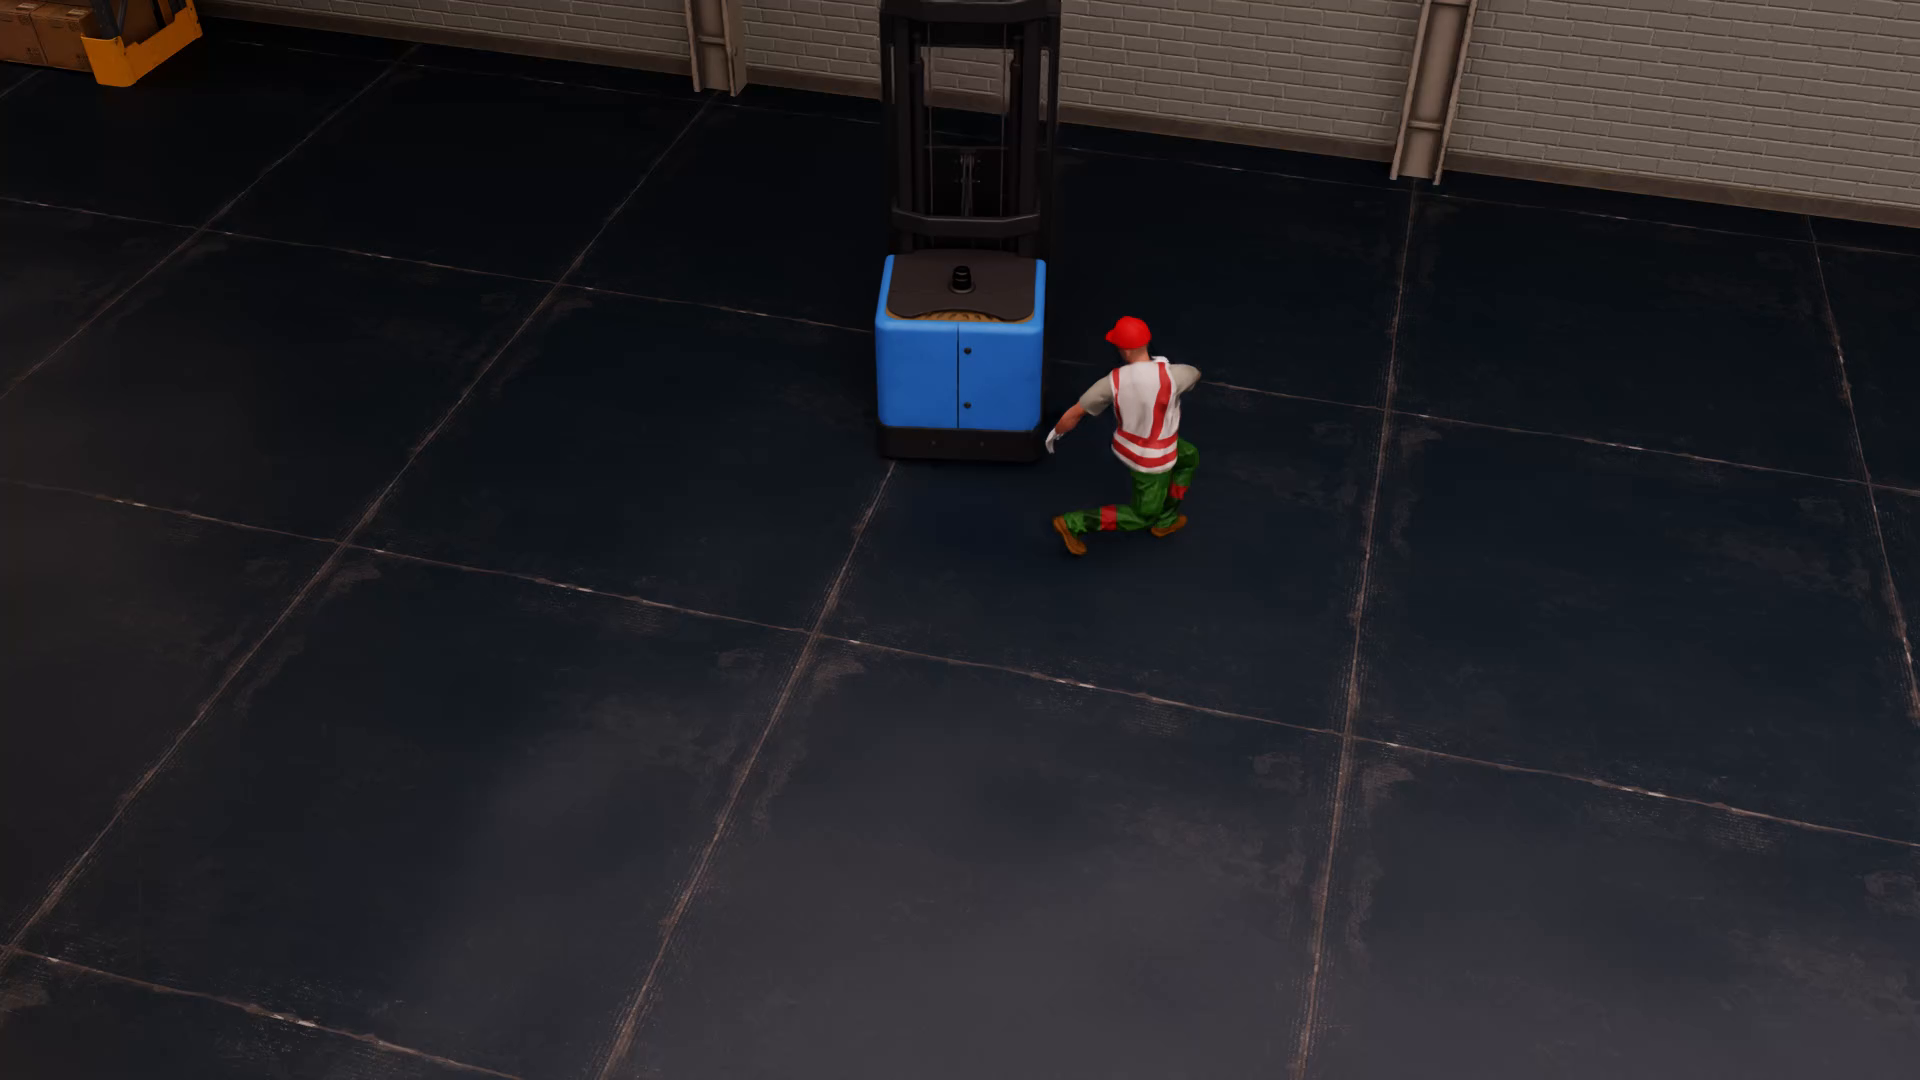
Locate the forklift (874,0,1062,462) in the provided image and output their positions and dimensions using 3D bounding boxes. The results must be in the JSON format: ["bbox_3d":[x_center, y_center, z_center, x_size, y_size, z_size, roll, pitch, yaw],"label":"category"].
[{"bbox_3d":[0.076,-2.553,10.774,1.130,2.935,3.031,2,41,2],"label":"forklift"}]

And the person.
[{"bbox_3d":[0.963,-0.604,9.654,0.949,1.547,0.686,-24,47,-25],"label":"person"}]
